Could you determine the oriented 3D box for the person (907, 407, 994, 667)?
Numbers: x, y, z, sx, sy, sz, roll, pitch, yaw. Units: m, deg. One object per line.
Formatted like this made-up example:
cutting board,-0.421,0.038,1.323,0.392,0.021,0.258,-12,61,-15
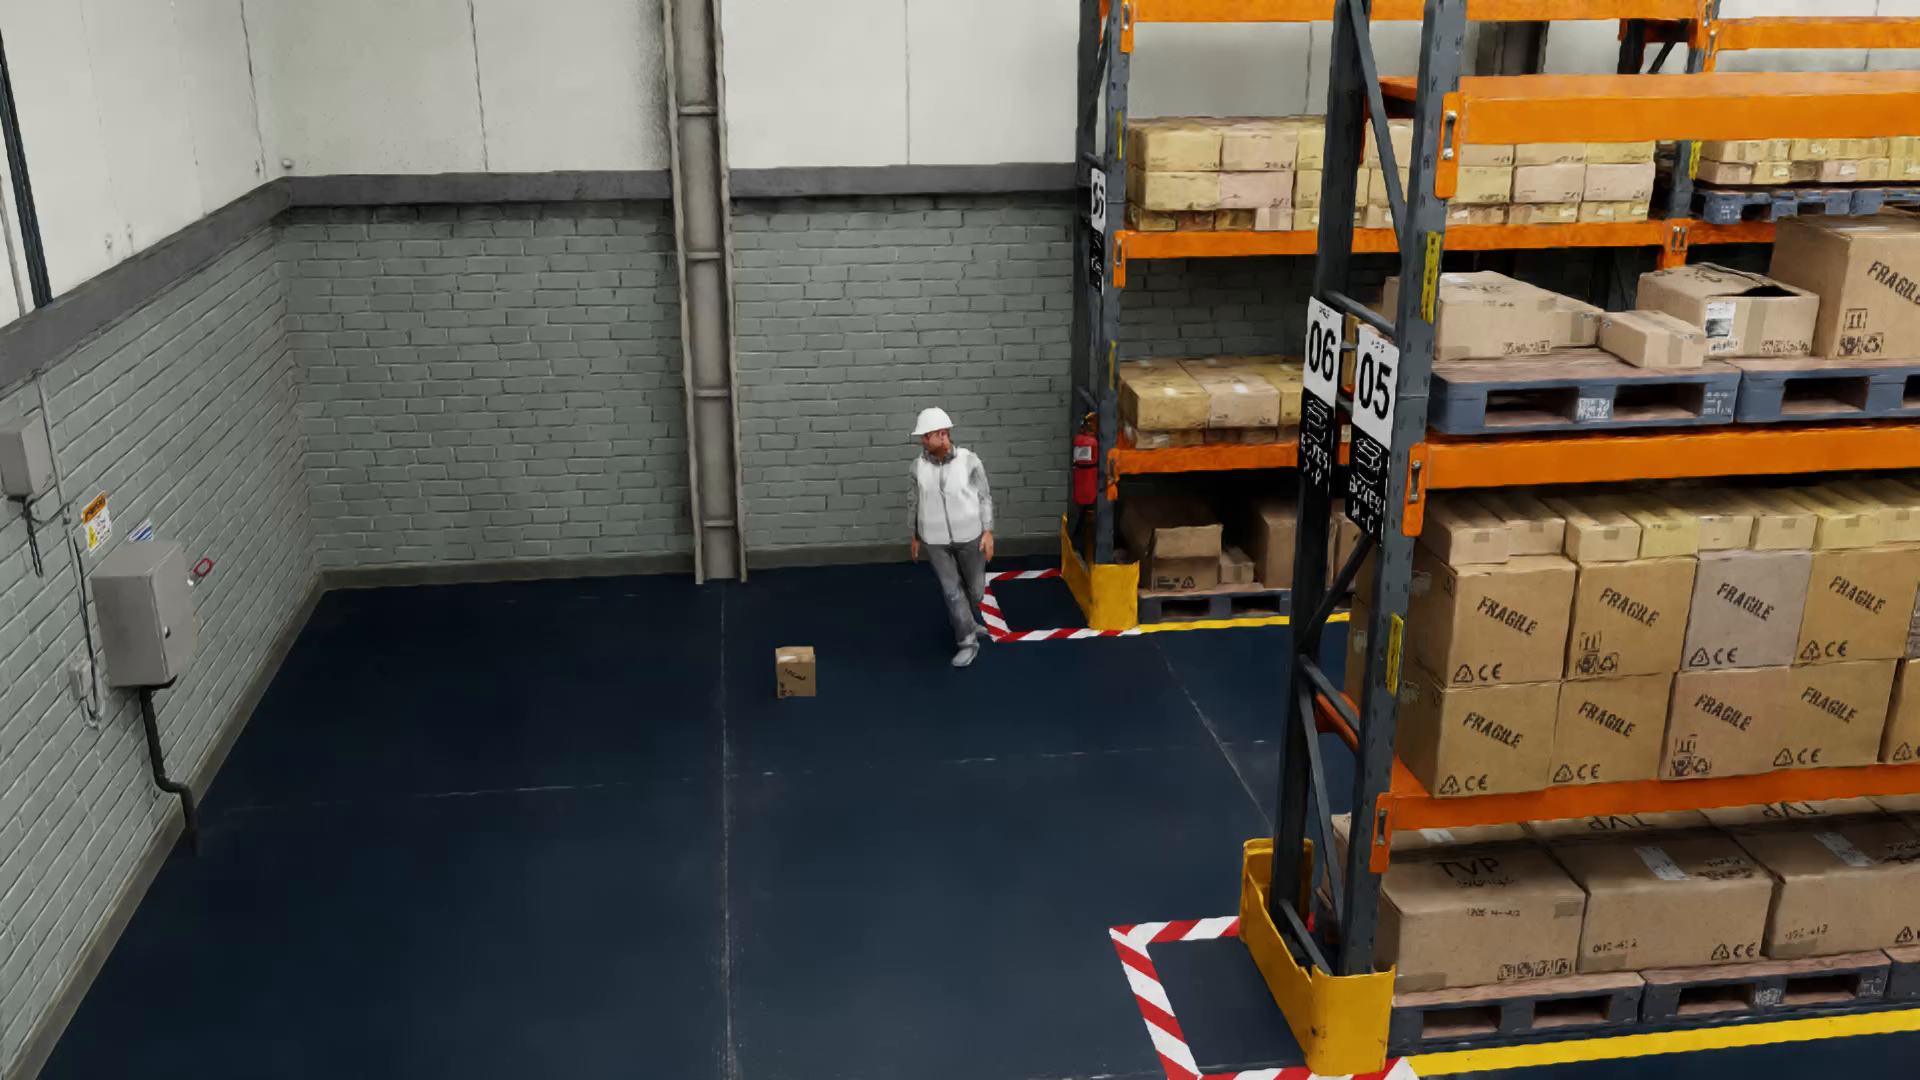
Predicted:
person,-0.065,-0.040,11.189,0.575,1.744,0.614,-1,20,-2
